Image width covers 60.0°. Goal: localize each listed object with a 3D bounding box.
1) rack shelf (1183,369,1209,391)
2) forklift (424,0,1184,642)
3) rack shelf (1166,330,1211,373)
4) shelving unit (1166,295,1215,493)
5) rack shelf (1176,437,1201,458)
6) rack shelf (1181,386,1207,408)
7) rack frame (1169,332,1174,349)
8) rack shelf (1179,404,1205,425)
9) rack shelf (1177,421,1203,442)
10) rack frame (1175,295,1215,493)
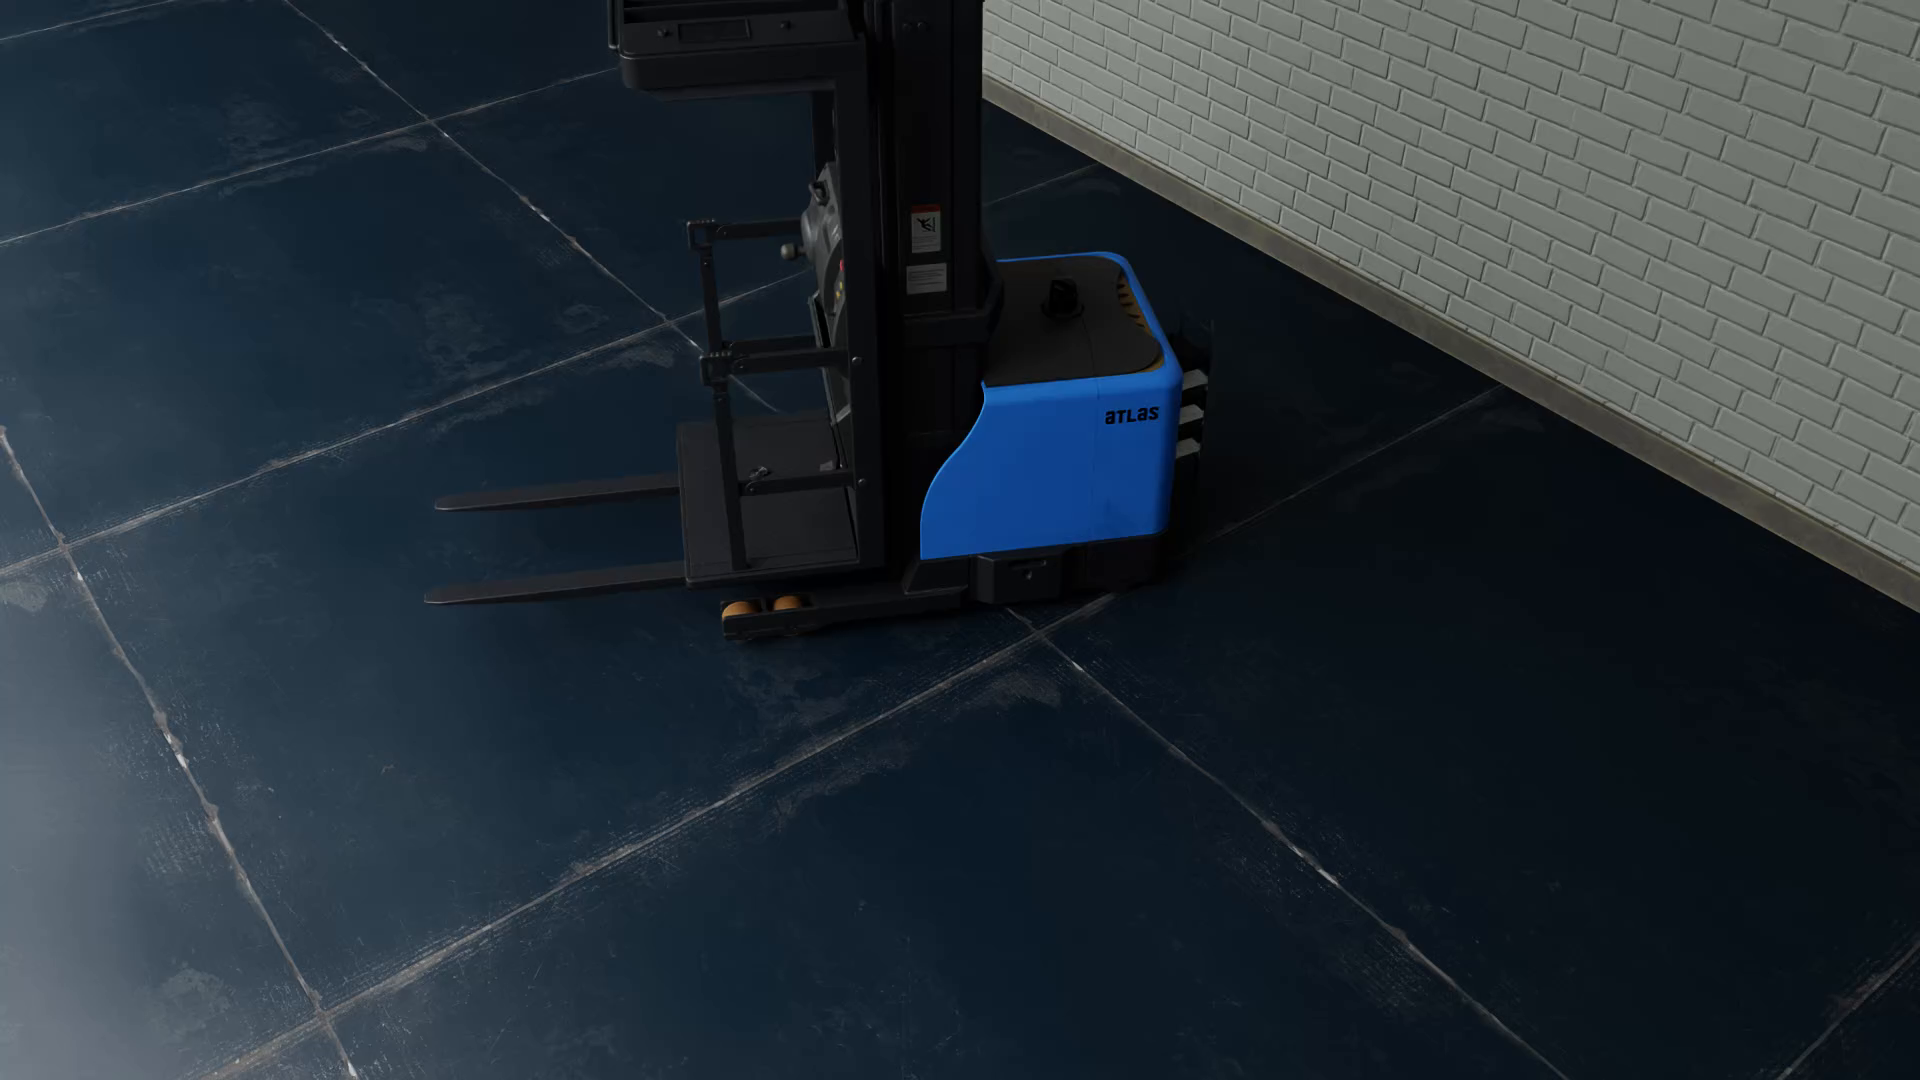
[{"bbox_3d":[0.917,-0.713,7.177,0.200,0.077,0.258,-18,43,-21],"label":"rack shelf"},{"bbox_3d":[-0.690,-1.083,6.259,3.031,2.935,1.130,-6,40,-8],"label":"forklift"},{"bbox_3d":[0.918,-0.783,7.120,0.200,0.077,0.258,-18,43,-21],"label":"rack shelf"},{"bbox_3d":[0.917,-0.599,7.270,0.210,0.900,0.258,-18,43,-21],"label":"shelving unit"},{"bbox_3d":[0.917,-0.434,7.405,0.200,0.077,0.258,-18,43,-21],"label":"rack shelf"},{"bbox_3d":[0.917,-0.643,7.234,0.200,0.077,0.258,-18,43,-21],"label":"rack shelf"},{"bbox_3d":[0.827,-0.570,7.234,0.006,0.900,0.240,-18,43,-21],"label":"rack frame"},{"bbox_3d":[0.917,-0.573,7.291,0.200,0.077,0.258,-18,43,-21],"label":"rack shelf"},{"bbox_3d":[0.917,-0.504,7.348,0.200,0.077,0.258,-18,43,-21],"label":"rack shelf"},{"bbox_3d":[1.007,-0.628,7.306,0.006,0.900,0.240,-18,43,-21],"label":"rack frame"}]
